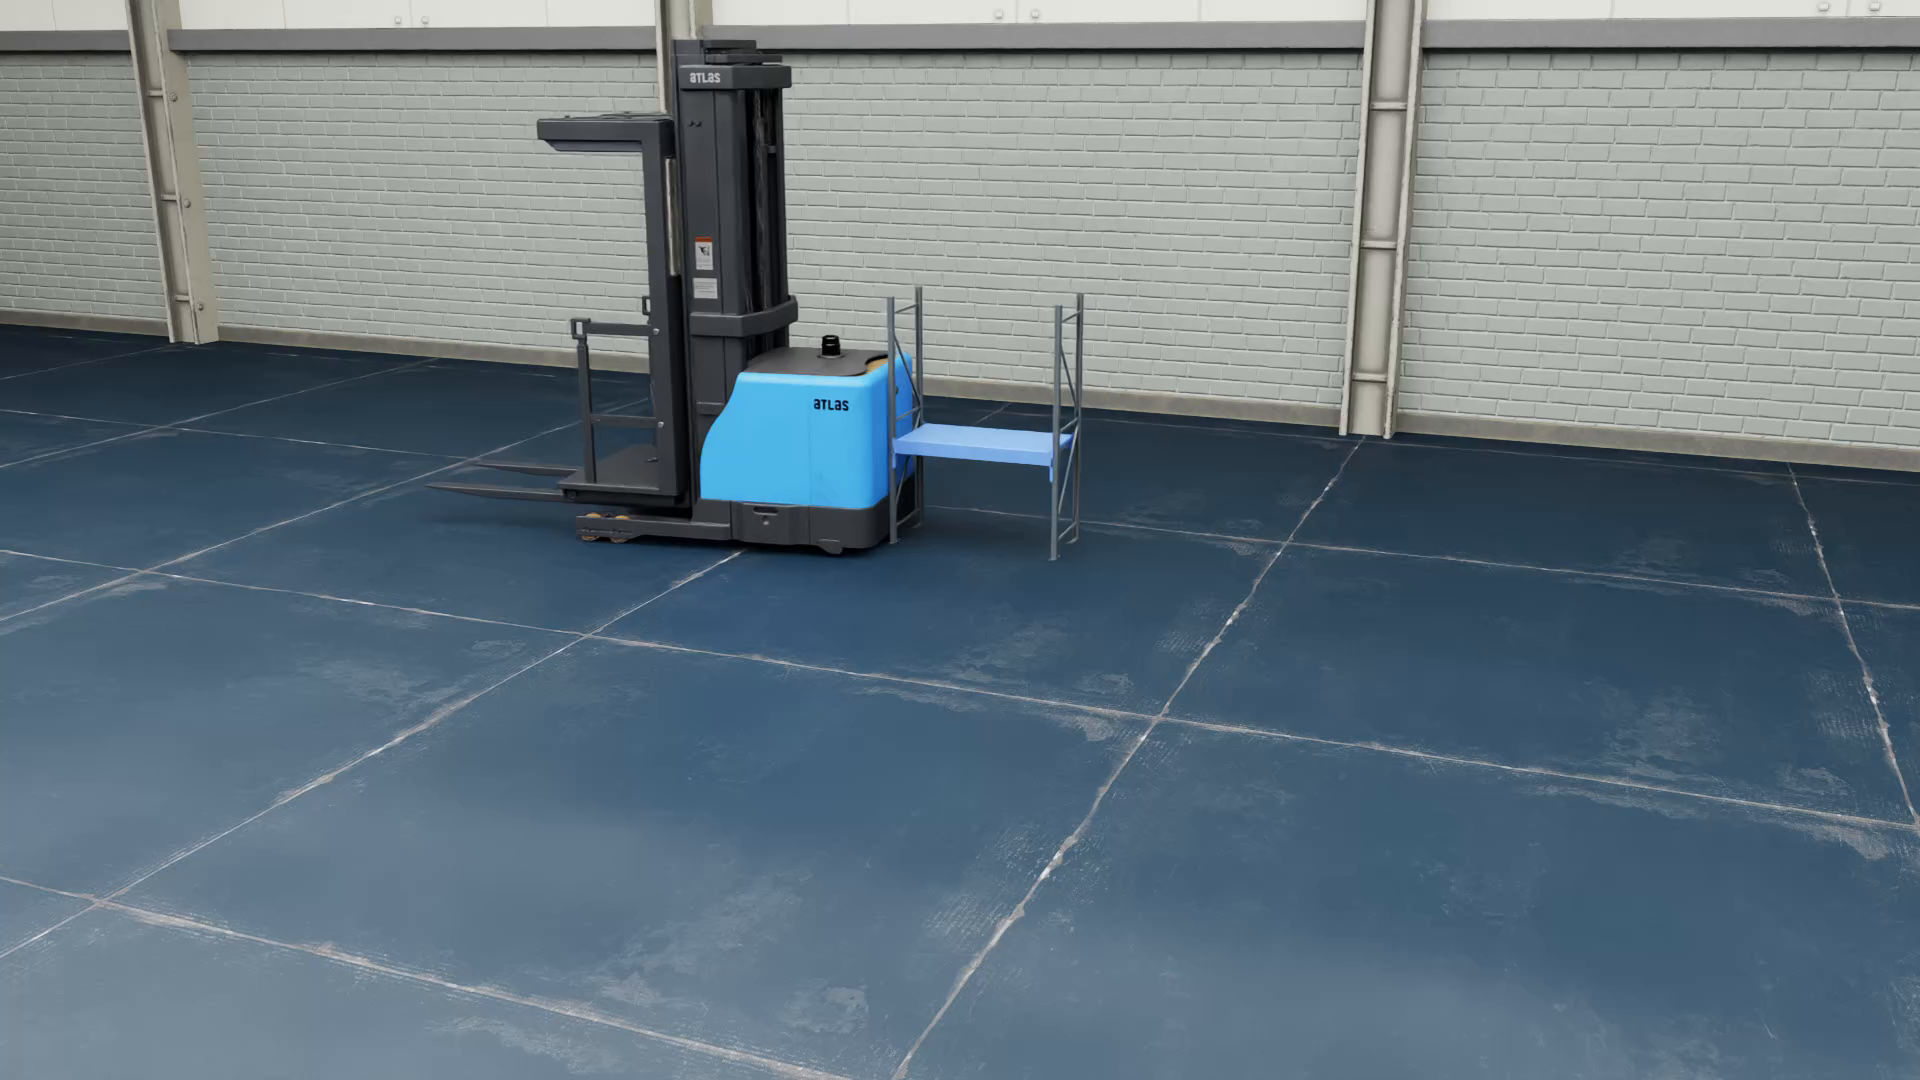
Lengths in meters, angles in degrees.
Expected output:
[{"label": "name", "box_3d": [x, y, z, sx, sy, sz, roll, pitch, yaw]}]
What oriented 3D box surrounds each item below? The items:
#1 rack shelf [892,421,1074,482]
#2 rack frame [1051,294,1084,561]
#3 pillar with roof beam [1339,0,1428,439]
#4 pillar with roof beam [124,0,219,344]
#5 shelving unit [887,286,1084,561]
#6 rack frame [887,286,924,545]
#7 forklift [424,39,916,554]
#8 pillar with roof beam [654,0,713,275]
[{"label": "rack shelf", "box_3d": [0.152, -0.538, 9.980, 1.000, 0.185, 0.538, 6, 17, 19]}, {"label": "rack frame", "box_3d": [0.631, -0.663, 9.766, 0.032, 1.500, 0.500, 6, 17, 19]}, {"label": "pillar with roof beam", "box_3d": [1.626, -4.049, 7.981, 0.400, 9.000, 9.100, 6, 17, 21]}, {"label": "pillar with roof beam", "box_3d": [-9.537, -5.277, 12.209, 0.400, 9.000, 9.100, 6, 17, 21]}, {"label": "shelving unit", "box_3d": [0.152, -0.710, 9.930, 1.048, 1.500, 0.538, 6, 17, 19]}, {"label": "rack frame", "box_3d": [-0.327, -0.758, 10.094, 0.032, 1.500, 0.500, 6, 17, 19]}, {"label": "forklift", "box_3d": [-1.858, -1.526, 10.173, 3.031, 2.935, 1.130, 4, 17, 14]}, {"label": "pillar with roof beam", "box_3d": [-3.956, -4.663, 10.095, 0.400, 9.000, 9.100, 6, 17, 21]}]
